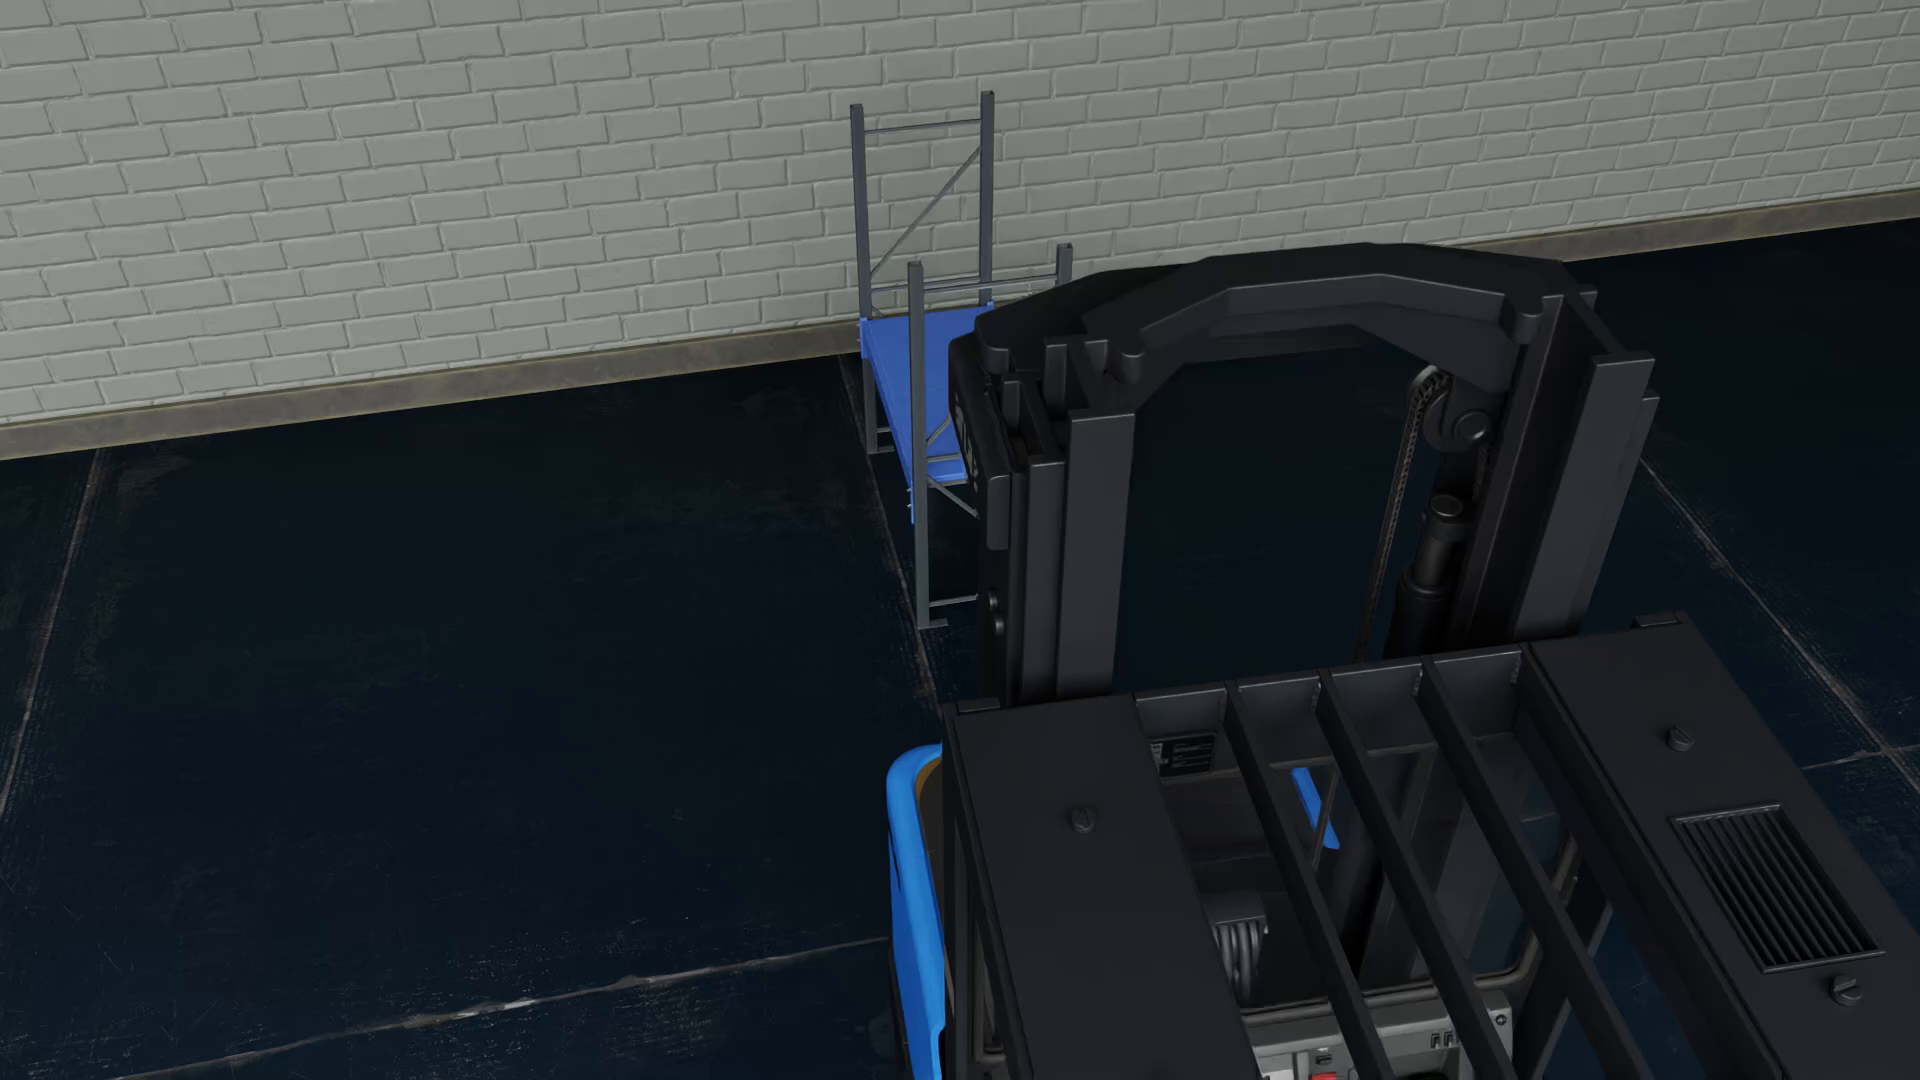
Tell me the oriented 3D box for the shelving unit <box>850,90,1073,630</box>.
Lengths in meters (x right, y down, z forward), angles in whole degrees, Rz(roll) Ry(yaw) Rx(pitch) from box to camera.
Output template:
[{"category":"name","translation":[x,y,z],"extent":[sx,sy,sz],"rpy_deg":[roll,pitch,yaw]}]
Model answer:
[{"category":"shelving unit","translation":[-0.018,-0.616,5.814],"extent":[0.538,1.500,1.048],"rpy_deg":[-8,42,-9]}]

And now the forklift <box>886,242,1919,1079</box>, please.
[{"category":"forklift","translation":[0.560,1.128,2.771],"extent":[1.130,2.935,3.031],"rpy_deg":[-6,42,-7]}]

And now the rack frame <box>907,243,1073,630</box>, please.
[{"category":"rack frame","translation":[0.091,-0.287,5.443],"extent":[0.500,1.500,0.032],"rpy_deg":[-8,42,-9]}]

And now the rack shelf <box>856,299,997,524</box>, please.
[{"category":"rack shelf","translation":[-0.018,-0.482,5.934],"extent":[0.538,0.185,1.000],"rpy_deg":[-8,42,-9]}]

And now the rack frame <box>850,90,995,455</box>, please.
[{"category":"rack frame","translation":[-0.128,-0.946,6.186],"extent":[0.500,1.500,0.032],"rpy_deg":[-8,42,-9]}]
